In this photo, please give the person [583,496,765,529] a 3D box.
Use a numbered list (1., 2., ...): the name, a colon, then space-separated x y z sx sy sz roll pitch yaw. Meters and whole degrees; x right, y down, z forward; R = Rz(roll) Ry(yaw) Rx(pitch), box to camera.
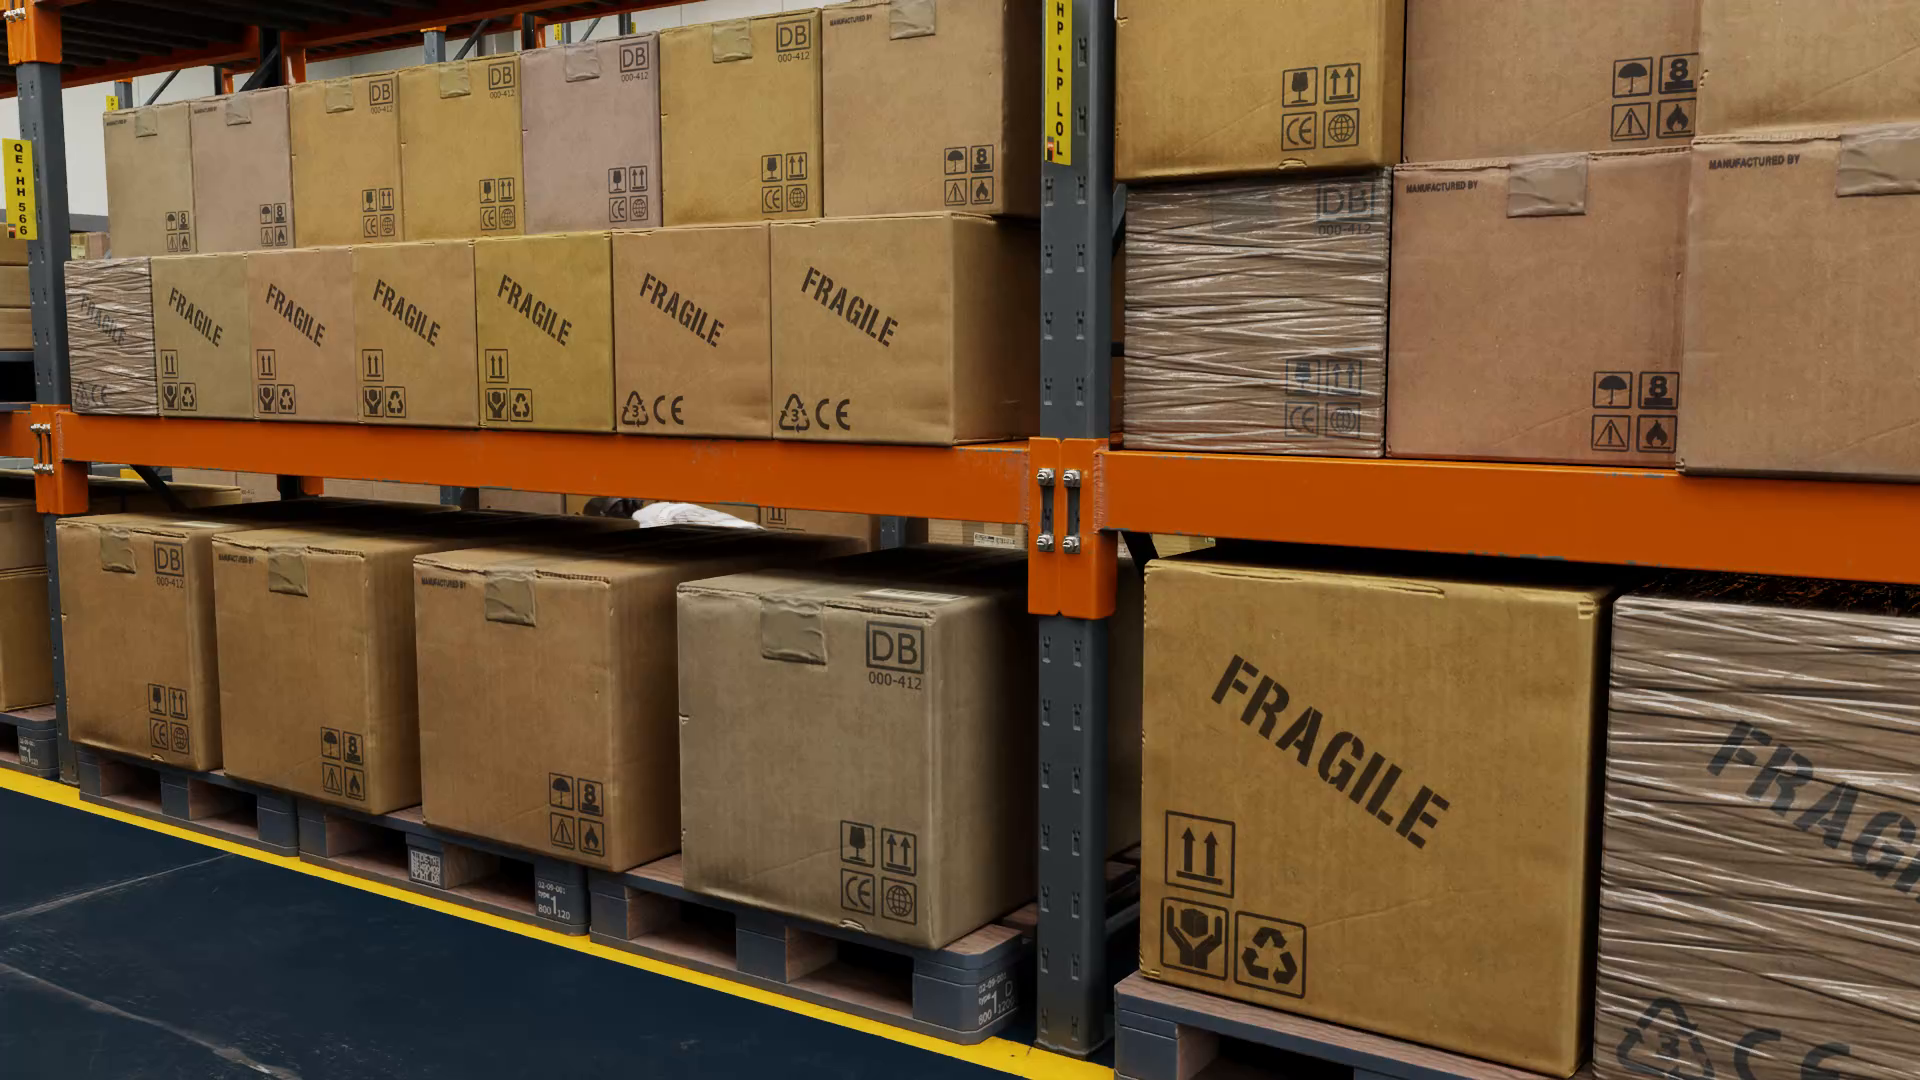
1. person: -1.138 0.264 6.731 0.912 0.982 0.462 4 7 31
